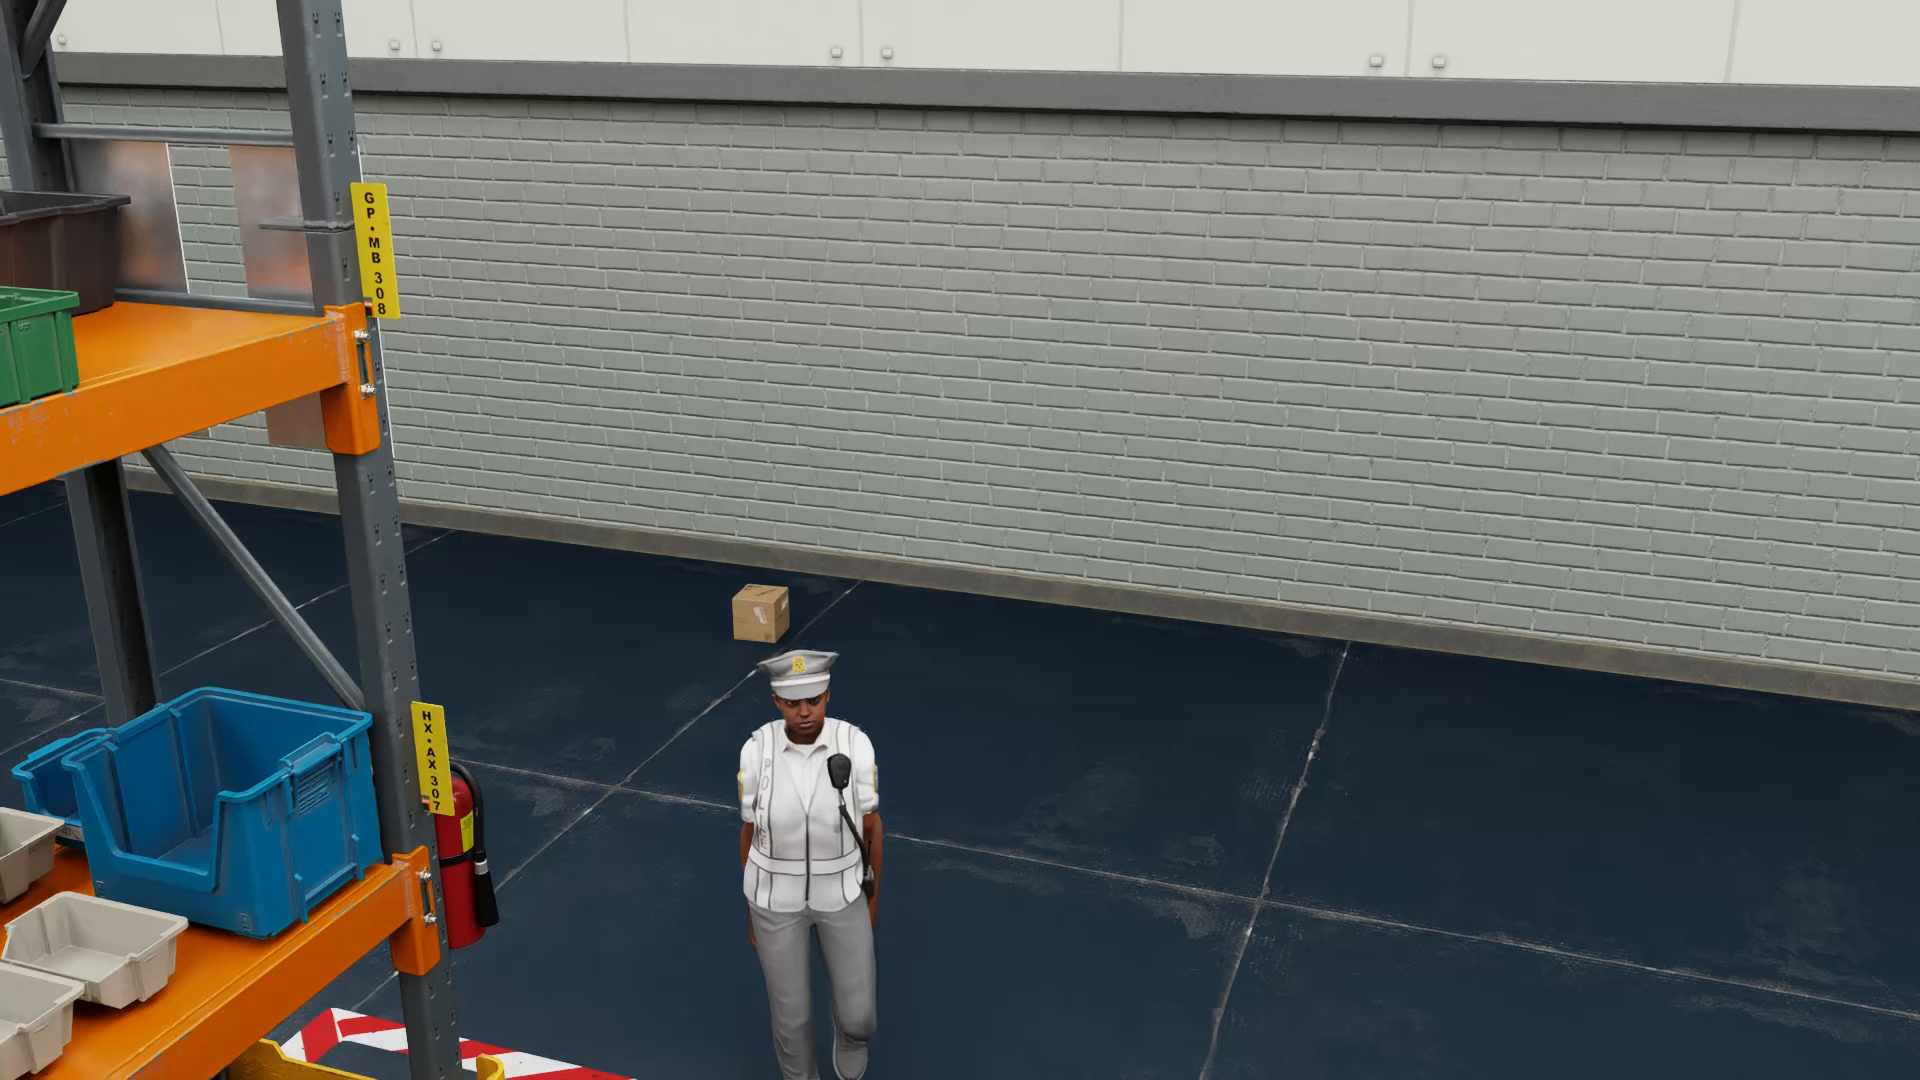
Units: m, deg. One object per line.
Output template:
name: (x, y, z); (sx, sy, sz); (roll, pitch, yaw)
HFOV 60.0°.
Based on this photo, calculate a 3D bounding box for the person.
person: (-0.460, 1.104, 5.211); (0.444, 1.681, 0.527); (-2, 19, -5)
